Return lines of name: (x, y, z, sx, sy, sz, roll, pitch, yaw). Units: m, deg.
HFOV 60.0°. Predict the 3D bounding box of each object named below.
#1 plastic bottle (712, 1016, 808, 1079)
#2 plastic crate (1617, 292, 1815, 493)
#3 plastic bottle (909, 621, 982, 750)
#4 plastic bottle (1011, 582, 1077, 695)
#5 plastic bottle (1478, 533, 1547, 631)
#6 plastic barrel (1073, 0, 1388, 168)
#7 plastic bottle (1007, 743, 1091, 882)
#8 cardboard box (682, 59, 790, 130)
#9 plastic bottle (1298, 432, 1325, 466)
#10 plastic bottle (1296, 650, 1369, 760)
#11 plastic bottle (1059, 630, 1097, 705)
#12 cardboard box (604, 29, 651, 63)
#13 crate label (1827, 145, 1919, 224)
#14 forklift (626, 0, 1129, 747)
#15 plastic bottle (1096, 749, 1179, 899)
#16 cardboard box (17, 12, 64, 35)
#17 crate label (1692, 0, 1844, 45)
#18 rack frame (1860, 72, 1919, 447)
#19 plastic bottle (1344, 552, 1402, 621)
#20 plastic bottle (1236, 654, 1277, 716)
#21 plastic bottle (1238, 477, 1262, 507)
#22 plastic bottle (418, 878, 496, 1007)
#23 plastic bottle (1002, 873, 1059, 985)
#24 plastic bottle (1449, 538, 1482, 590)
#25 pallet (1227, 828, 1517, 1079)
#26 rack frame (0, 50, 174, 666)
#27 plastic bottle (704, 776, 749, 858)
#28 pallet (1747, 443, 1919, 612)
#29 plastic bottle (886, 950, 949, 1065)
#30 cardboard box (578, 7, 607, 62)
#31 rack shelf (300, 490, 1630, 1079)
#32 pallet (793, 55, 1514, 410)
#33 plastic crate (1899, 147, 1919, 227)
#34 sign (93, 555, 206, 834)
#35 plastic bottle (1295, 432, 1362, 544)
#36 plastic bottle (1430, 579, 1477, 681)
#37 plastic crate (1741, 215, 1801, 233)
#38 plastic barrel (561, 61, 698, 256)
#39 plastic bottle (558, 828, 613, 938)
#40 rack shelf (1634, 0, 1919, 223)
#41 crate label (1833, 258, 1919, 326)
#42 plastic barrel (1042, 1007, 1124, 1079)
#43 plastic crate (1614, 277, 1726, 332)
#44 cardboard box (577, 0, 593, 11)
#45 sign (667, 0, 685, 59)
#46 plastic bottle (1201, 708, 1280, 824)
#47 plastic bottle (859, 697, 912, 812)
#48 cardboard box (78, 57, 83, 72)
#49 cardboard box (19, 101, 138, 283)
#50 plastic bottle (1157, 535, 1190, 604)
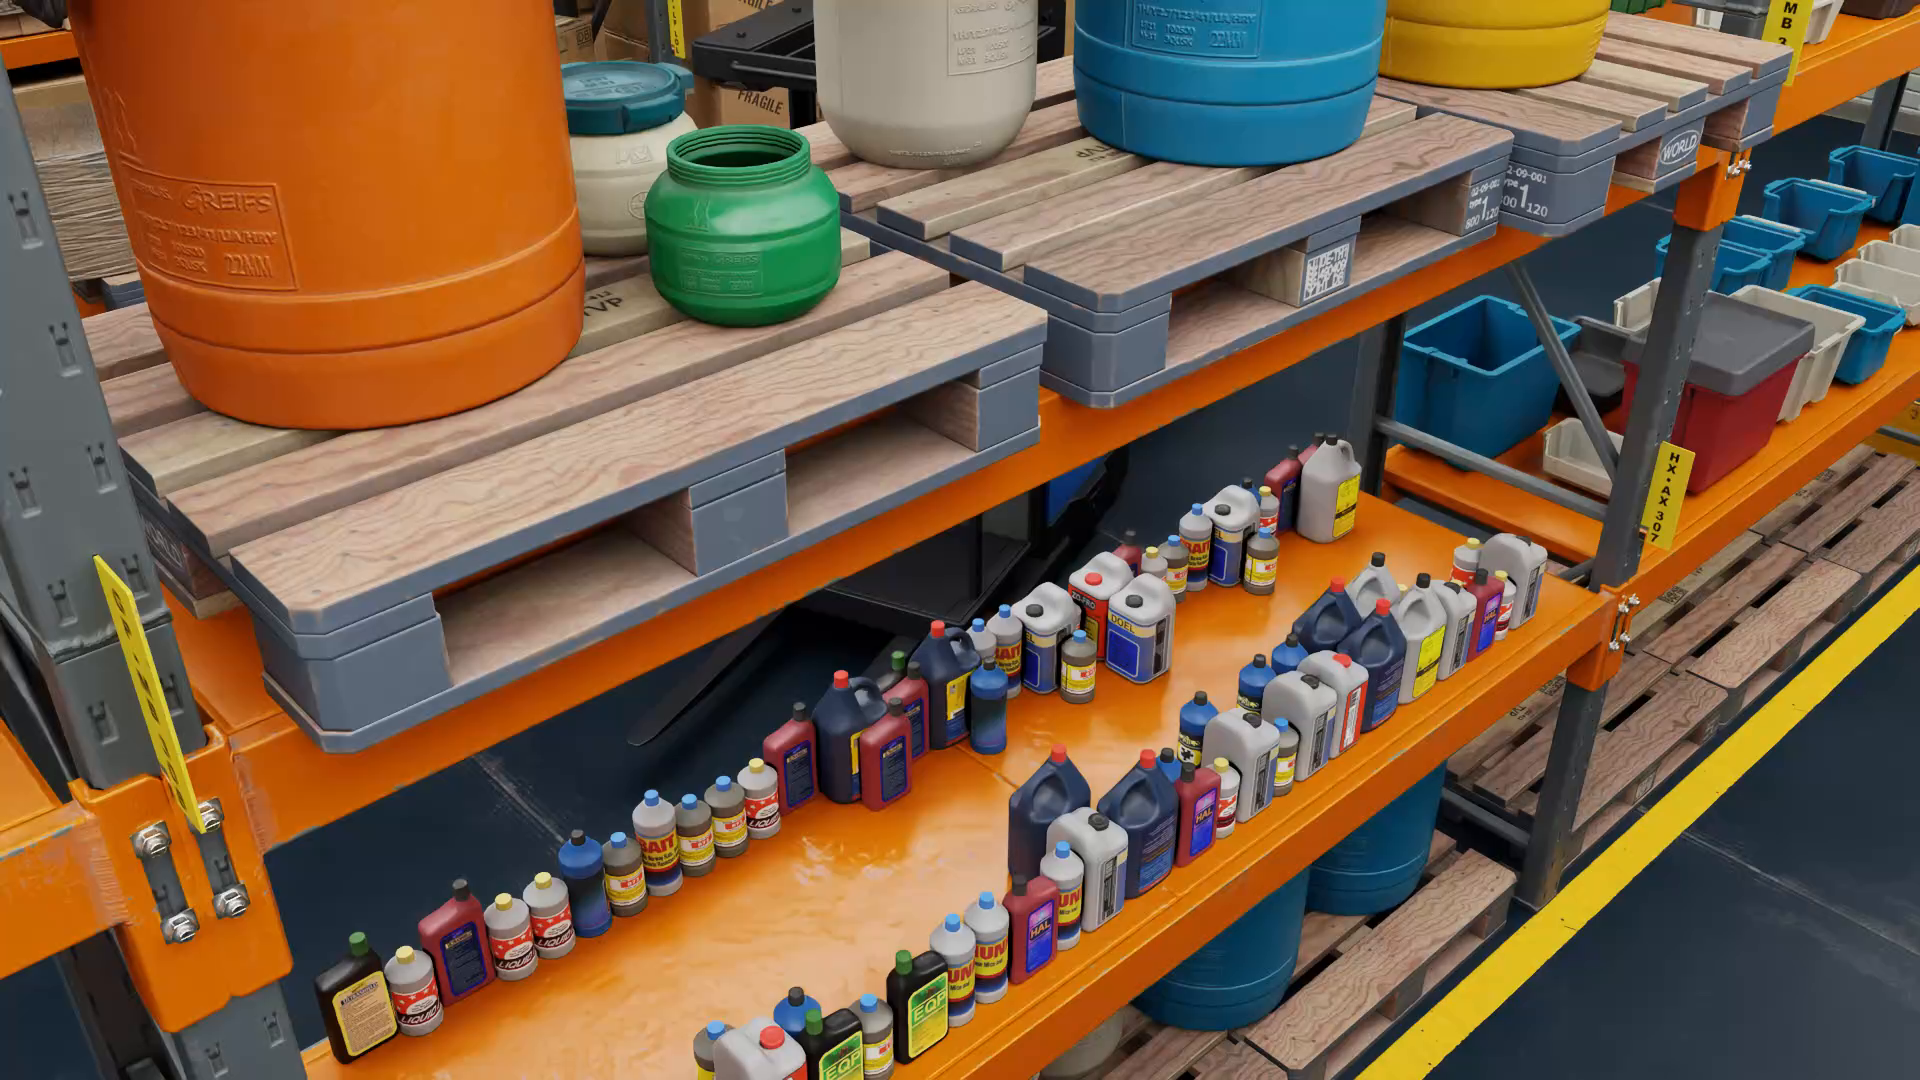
plastic bottle: (-0.386, 1.060, 3.261, 0.135, 0.276, 0.152, -26, 40, -35)
plastic crate: (2.496, -0.492, 5.560, 0.583, 0.464, 0.402, -26, 40, -35)
plastic bottle: (-0.039, 0.356, 4.340, 0.185, 0.351, 0.144, -26, 40, -35)
plastic bottle: (0.223, 0.264, 4.562, 0.135, 0.276, 0.152, -26, 40, -35)
plastic bottle: (1.602, 0.098, 4.833, 0.135, 0.276, 0.152, -26, 40, -35)
plastic barrel: (0.523, -1.227, 3.123, 0.708, 0.901, 0.600, -26, 40, -35)
plastic bottle: (0.209, 0.634, 3.885, 0.185, 0.351, 0.144, -26, 40, -35)
cardboard box: (-1.135, -2.234, 8.432, 0.500, 0.500, 0.500, -25, 39, -34)
plastic bottle: (1.112, -0.202, 5.316, 0.133, 0.283, 0.061, -26, 40, -35)
plastic bottle: (0.964, 0.407, 4.329, 0.135, 0.276, 0.152, -26, 40, -35)
plastic bottle: (0.322, 0.337, 4.514, 0.097, 0.201, 0.097, 0, 31, 0)
cardboard box: (-1.502, -2.433, 8.757, 0.500, 0.500, 0.500, -25, 39, -35)
crate label: (4.199, -1.630, 7.643, 0.303, 0.233, 0.416, -26, 40, -35)
forklift: (-0.272, -0.955, 6.502, 1.130, 2.935, 3.031, 14, 34, 22)
plastic bottle: (0.412, 0.645, 3.868, 0.185, 0.351, 0.144, -26, 40, -35)
cardboard box: (-5.888, -3.331, 10.543, 0.250, 0.149, 0.380, -26, 40, -35)
crate label: (2.226, -1.448, 4.621, 0.466, 0.136, 0.293, -26, 40, -35)
rack frame: (4.604, -1.637, 7.552, 0.127, 3.000, 1.000, -26, 40, -35)
plastic bottle: (1.121, 0.199, 4.597, 0.185, 0.351, 0.144, -26, 40, -35)
plastic bottle: (0.767, 0.415, 4.319, 0.097, 0.271, 0.097, 0, 31, 0)
plastic bottle: (0.870, -0.067, 5.107, 0.097, 0.271, 0.097, 0, 31, 0)
plastic bottle: (-1.087, 0.862, 3.577, 0.133, 0.283, 0.061, -26, 40, -35)
plastic bottle: (0.153, 0.828, 3.632, 0.133, 0.283, 0.061, -26, 40, -35)
plastic bottle: (1.503, 0.089, 4.920, 0.097, 0.201, 0.097, 0, 31, 0)
pallet: (1.077, 1.229, 5.538, 1.213, 0.211, 1.003, -26, 40, -35)
rack frame: (-1.262, -1.359, 1.346, 0.127, 3.000, 1.000, -26, 40, -35)
plastic bottle: (-0.561, 0.656, 3.993, 0.097, 0.201, 0.097, 0, 31, 0)
pallet: (3.973, -0.170, 7.825, 1.213, 0.211, 1.003, -26, 40, -35)
plastic bottle: (-0.087, 0.944, 3.442, 0.133, 0.283, 0.061, -26, 40, -35)
cardboard box: (-2.944, -4.076, 13.533, 0.500, 0.500, 0.700, -26, 40, -36)
rack shelf: (0.204, 0.798, 4.259, 4.000, 0.370, 1.077, -26, 40, -35)
pallet: (0.333, -0.699, 3.323, 1.213, 0.211, 1.003, -26, 40, -35)
plastic crate: (4.485, -1.488, 7.216, 0.499, 0.435, 0.616, -26, 40, -35)
sign: (-0.883, 0.173, 1.816, 0.005, 0.325, 0.100, -26, 40, -35)
plastic bottle: (1.163, -0.182, 5.220, 0.185, 0.351, 0.144, -26, 40, -35)
plastic bottle: (1.334, 0.228, 4.621, 0.135, 0.276, 0.152, -26, 40, -35)
plastic crate: (3.410, -1.266, 7.140, 0.298, 0.136, 0.250, -26, 40, -35)
plastic barrel: (-0.576, -0.636, 2.769, 0.301, 0.262, 0.301, 0, 31, 0)
plastic bottle: (-0.847, 0.764, 3.749, 0.097, 0.271, 0.097, 0, 31, 0)
rack shelf: (3.137, -1.900, 5.797, 4.000, 0.370, 1.077, -26, 40, -35)
crate label: (3.719, -0.986, 6.683, 0.243, 0.136, 0.396, -26, 40, -35)
plastic barrel: (0.266, 1.268, 4.784, 0.421, 0.512, 0.421, 0, 31, 0)
plastic crate: (2.743, -0.864, 6.483, 0.466, 0.136, 0.293, -26, 40, -35)
cardboard box: (-3.176, -4.382, 13.413, 0.250, 0.149, 0.380, -25, 40, -35)
sign: (-1.314, -2.397, 7.685, 0.005, 0.325, 0.100, -26, 40, -35)
plastic bottle: (0.695, 0.537, 4.116, 0.135, 0.276, 0.152, -26, 40, -35)
plastic bottle: (-0.184, 0.528, 4.123, 0.133, 0.283, 0.061, -26, 40, -35)
cardboard box: (-5.453, -2.990, 11.422, 0.750, 0.750, 0.750, -25, 40, -35)
cardboard box: (-3.442, -1.435, 6.723, 0.500, 0.500, 0.700, -18, 36, -27)
plastic bottle: (0.629, 0.080, 4.934, 0.097, 0.201, 0.097, 0, 31, 0)
